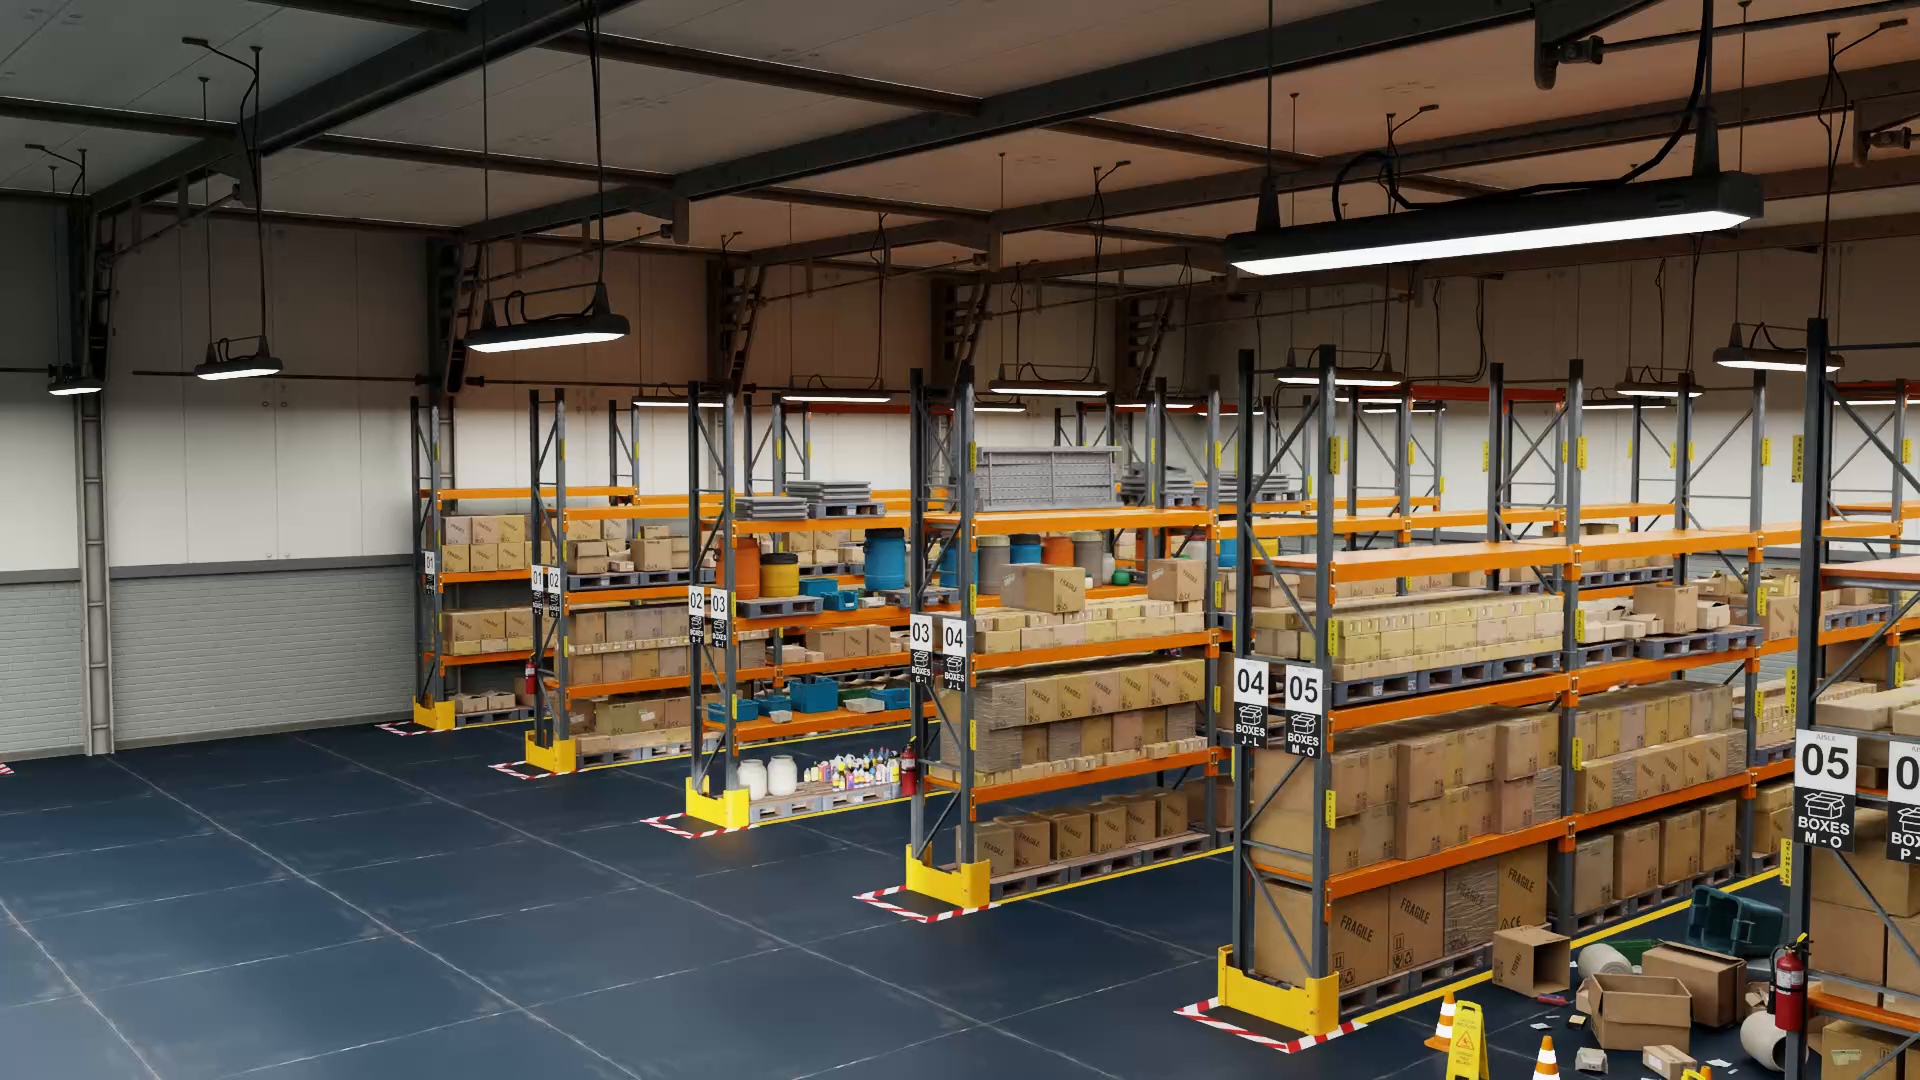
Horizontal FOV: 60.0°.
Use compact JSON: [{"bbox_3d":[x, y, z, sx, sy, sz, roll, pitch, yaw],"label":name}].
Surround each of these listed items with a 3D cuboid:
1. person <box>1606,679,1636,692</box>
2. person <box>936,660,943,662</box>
[{"bbox_3d":[9.870,2.799,24.763,0.655,1.809,0.917,3,4,40],"label":"person"},{"bbox_3d":[-0.240,2.259,34.822,0.593,1.726,0.701,-3,4,-41],"label":"person"}]
